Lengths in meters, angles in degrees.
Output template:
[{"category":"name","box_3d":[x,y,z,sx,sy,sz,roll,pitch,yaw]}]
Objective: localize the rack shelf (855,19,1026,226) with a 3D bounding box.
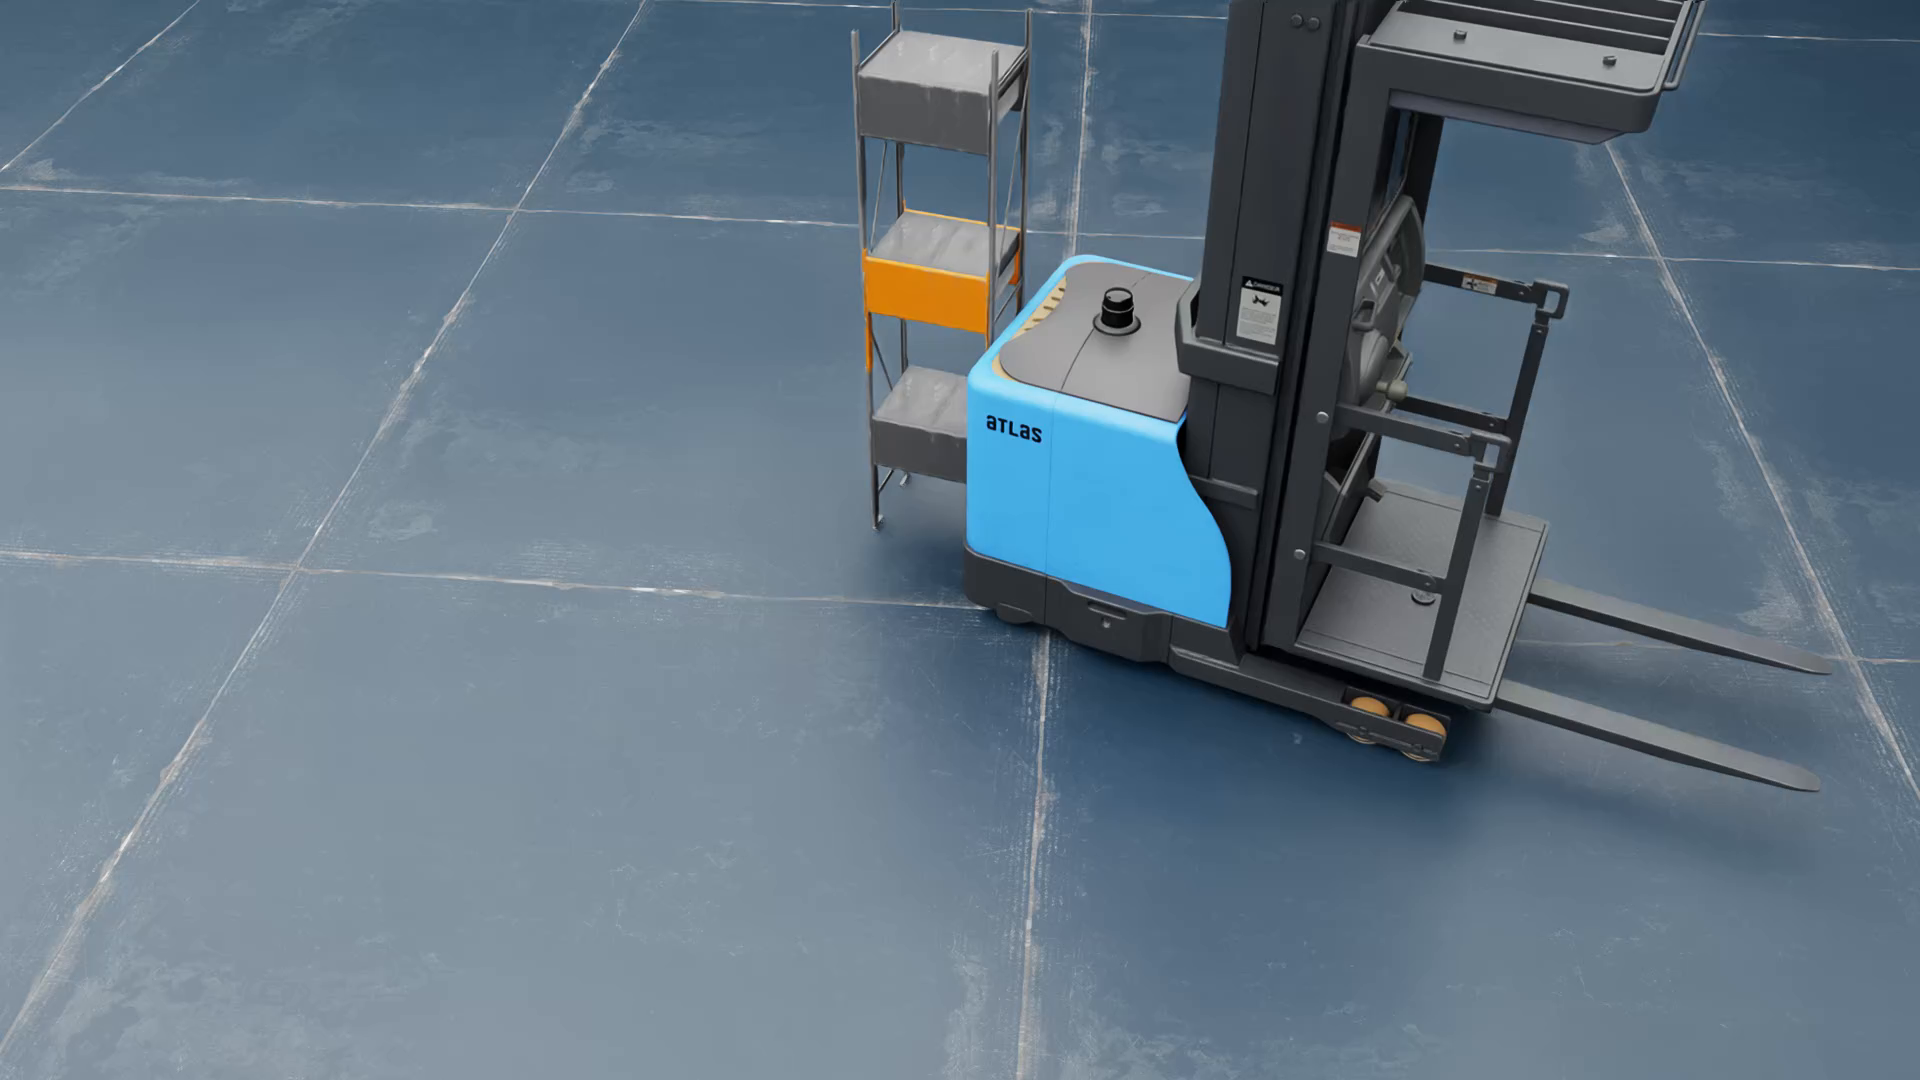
[{"category":"rack shelf","box_3d":[-0.056,-1.455,5.787,0.480,0.518,0.431,13,41,15]}]

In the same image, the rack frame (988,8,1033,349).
[{"category":"rack frame","box_3d":[0.174,-0.871,6.157,0.015,2.100,0.400,13,41,15]}]

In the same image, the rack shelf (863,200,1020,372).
[{"category":"rack shelf","box_3d":[-0.056,-0.912,6.229,0.480,0.518,0.431,13,41,15]}]

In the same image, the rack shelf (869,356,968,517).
[{"category":"rack shelf","box_3d":[-0.056,-0.369,6.671,0.480,0.518,0.431,13,41,15]}]

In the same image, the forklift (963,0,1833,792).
[{"category":"forklift","box_3d":[1.567,-0.750,5.350,3.031,2.935,1.130,17,42,20]}]

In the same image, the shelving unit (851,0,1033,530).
[{"category":"shelving unit","box_3d":[-0.056,-0.923,6.220,0.503,2.100,0.431,13,41,15]}]

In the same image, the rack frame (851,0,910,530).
[{"category":"rack frame","box_3d":[-0.286,-0.974,6.284,0.015,2.100,0.400,13,41,15]}]
